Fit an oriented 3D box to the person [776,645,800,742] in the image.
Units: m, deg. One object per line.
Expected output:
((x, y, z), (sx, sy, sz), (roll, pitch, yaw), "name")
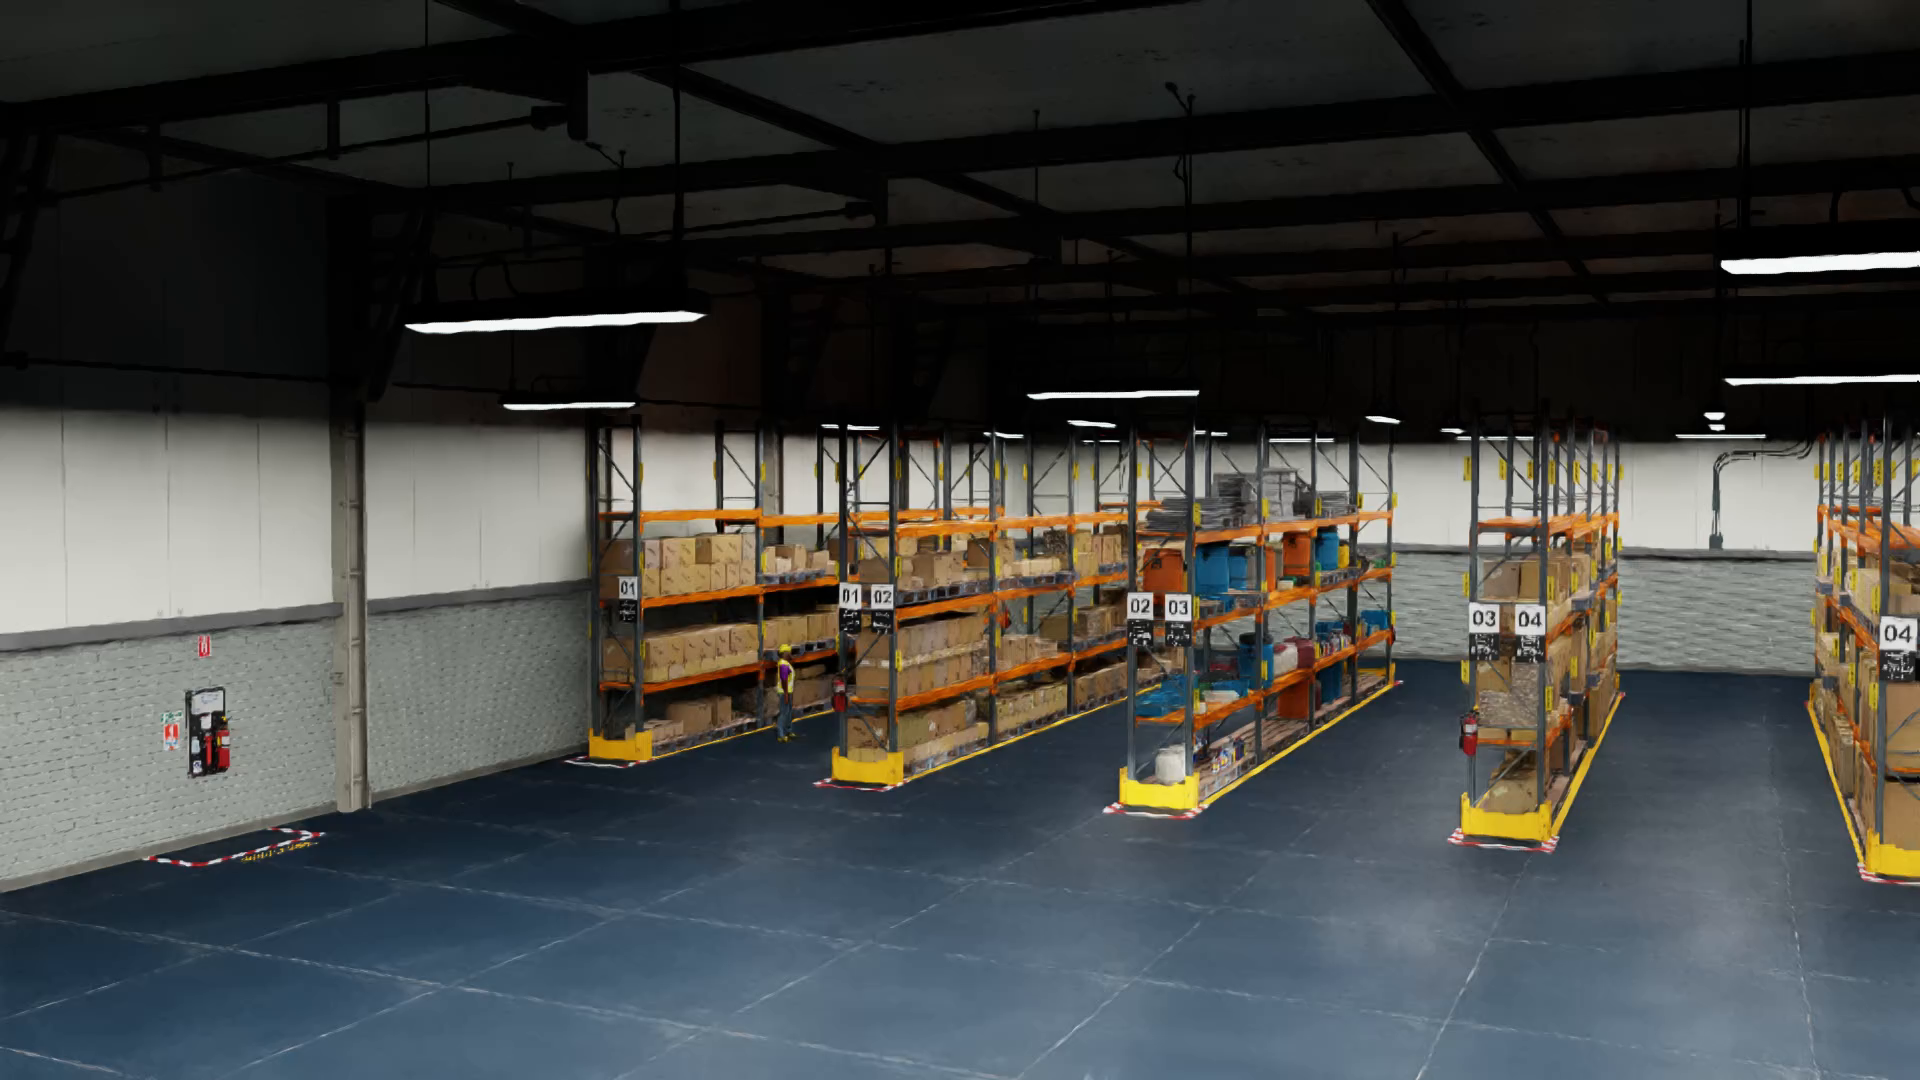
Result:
((-3.196, 2.829, 30.914), (0.447, 1.771, 0.632), (0, 2, -5), "person")
